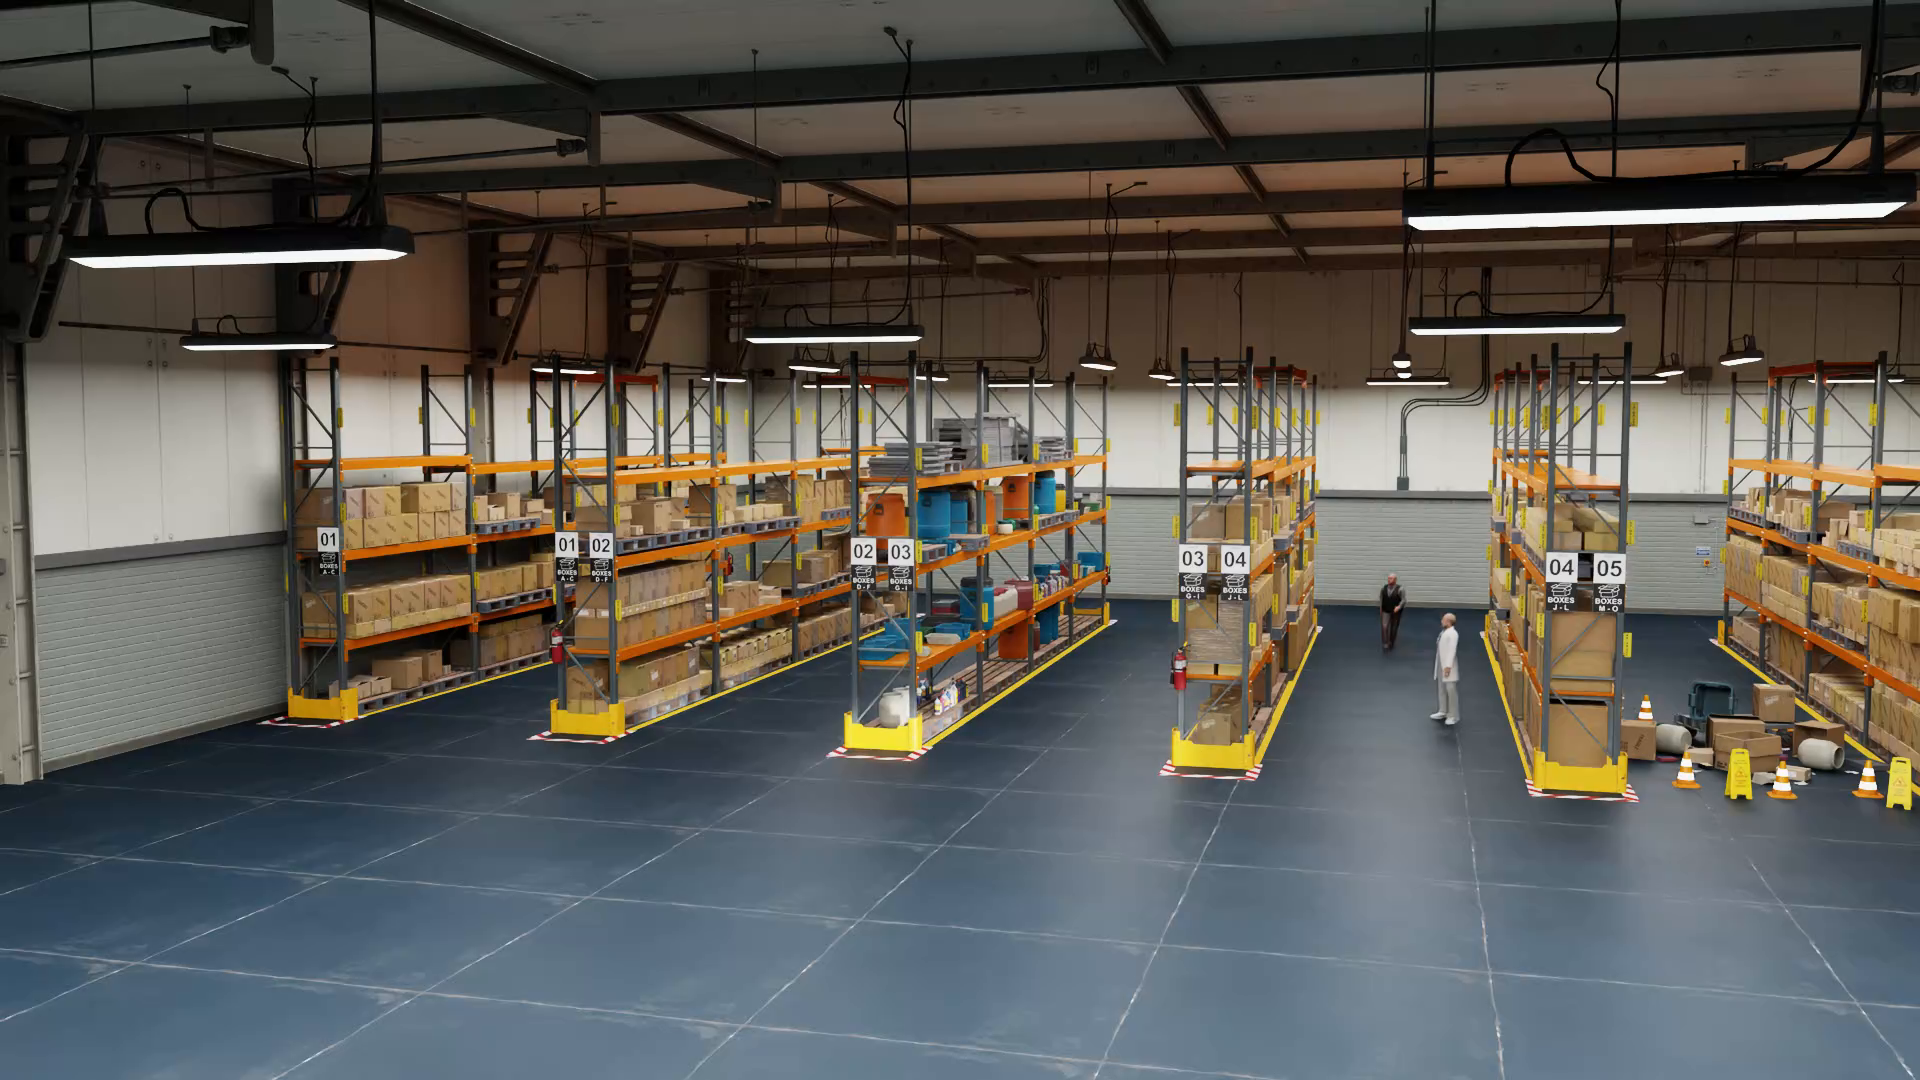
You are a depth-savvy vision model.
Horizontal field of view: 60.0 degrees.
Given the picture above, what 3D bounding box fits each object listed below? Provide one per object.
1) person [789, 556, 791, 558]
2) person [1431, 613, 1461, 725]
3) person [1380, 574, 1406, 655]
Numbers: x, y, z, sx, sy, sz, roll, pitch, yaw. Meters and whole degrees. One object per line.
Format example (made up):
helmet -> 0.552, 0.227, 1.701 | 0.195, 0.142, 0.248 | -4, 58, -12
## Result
person -> -3.970, 1.243, 39.381 | 0.410, 1.727, 0.593 | 1, 4, 15
person -> 8.044, 2.113, 27.441 | 0.411, 1.817, 0.589 | -1, 4, -17
person -> 9.238, 1.565, 35.506 | 0.547, 1.702, 0.992 | 1, 4, 15
